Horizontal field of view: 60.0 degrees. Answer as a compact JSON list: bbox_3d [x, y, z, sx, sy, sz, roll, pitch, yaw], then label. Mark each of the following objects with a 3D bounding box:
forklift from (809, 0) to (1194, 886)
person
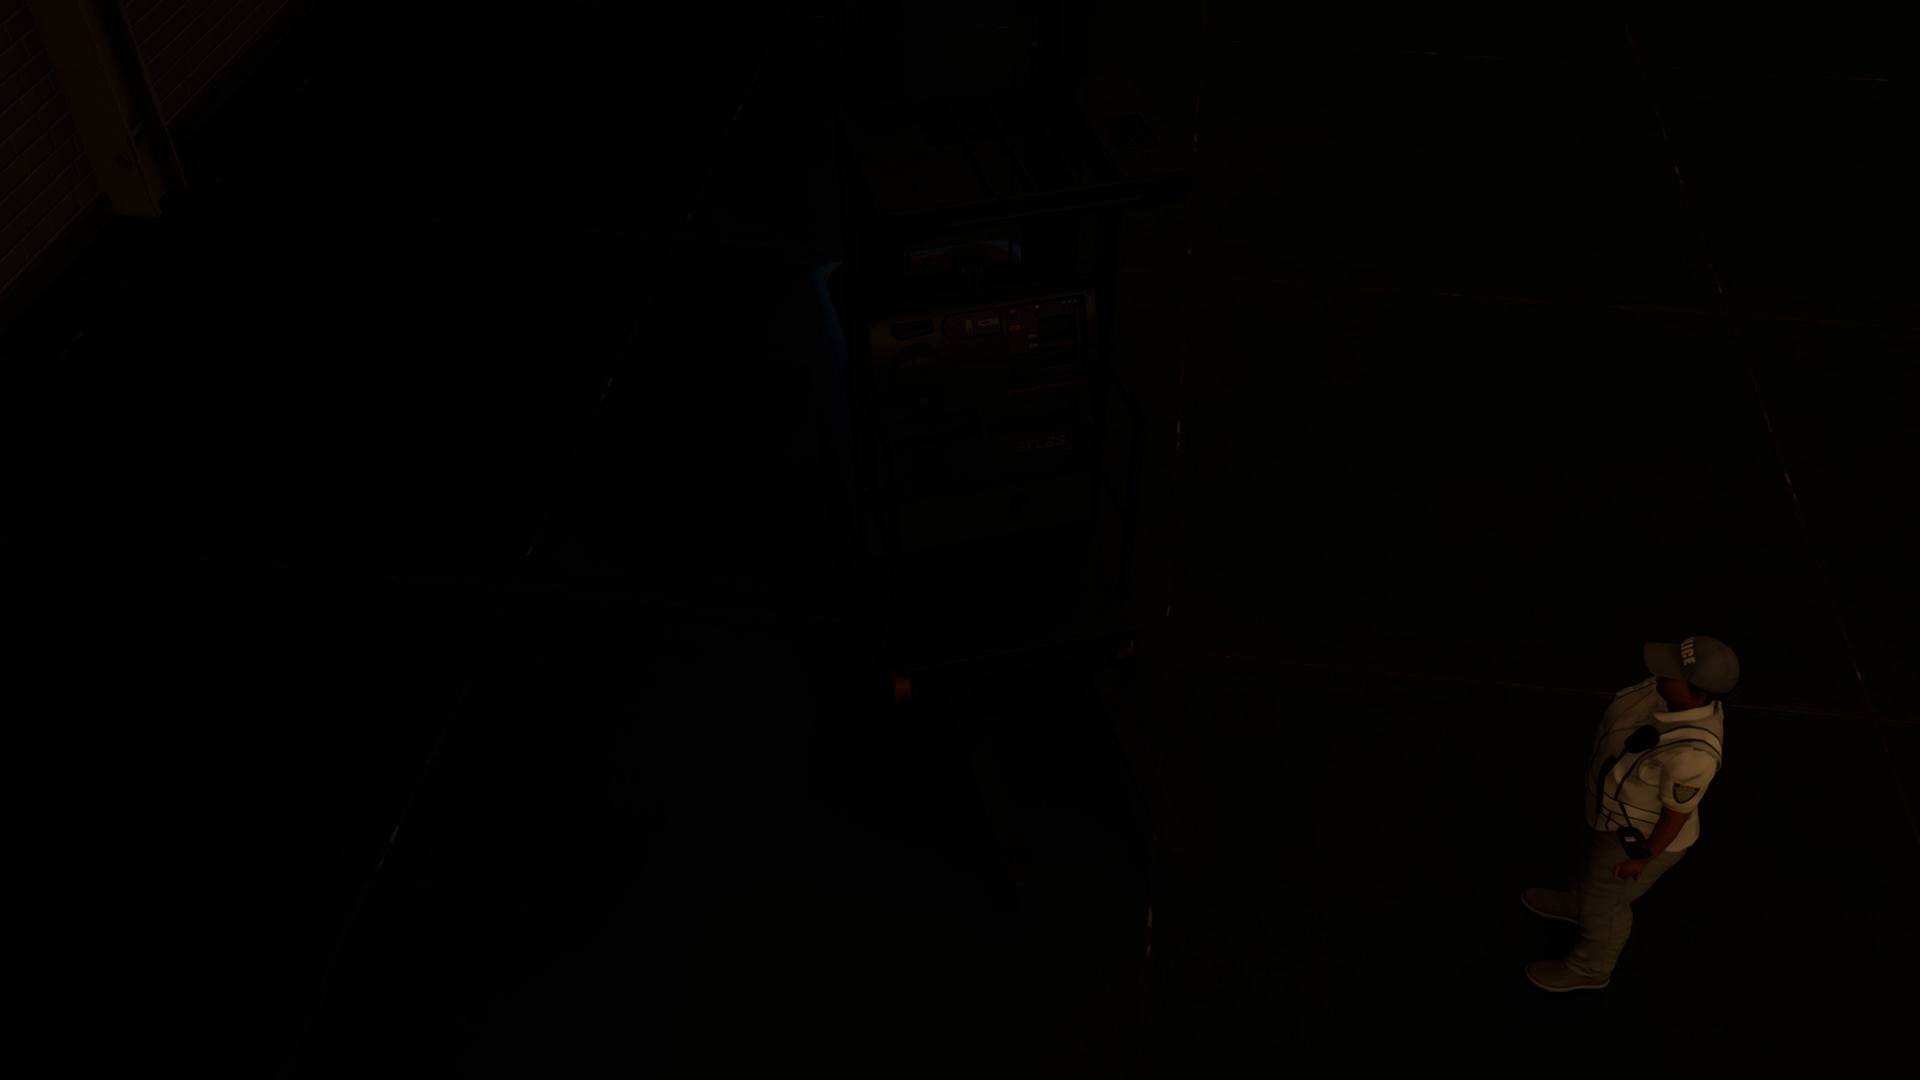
[{"bbox_3d":[0.153,-0.681,6.465,1.130,2.935,3.031,-10,44,-11],"label":"forklift"},{"bbox_3d":[2.284,0.927,5.669,0.396,1.651,0.484,8,43,9],"label":"person"}]
